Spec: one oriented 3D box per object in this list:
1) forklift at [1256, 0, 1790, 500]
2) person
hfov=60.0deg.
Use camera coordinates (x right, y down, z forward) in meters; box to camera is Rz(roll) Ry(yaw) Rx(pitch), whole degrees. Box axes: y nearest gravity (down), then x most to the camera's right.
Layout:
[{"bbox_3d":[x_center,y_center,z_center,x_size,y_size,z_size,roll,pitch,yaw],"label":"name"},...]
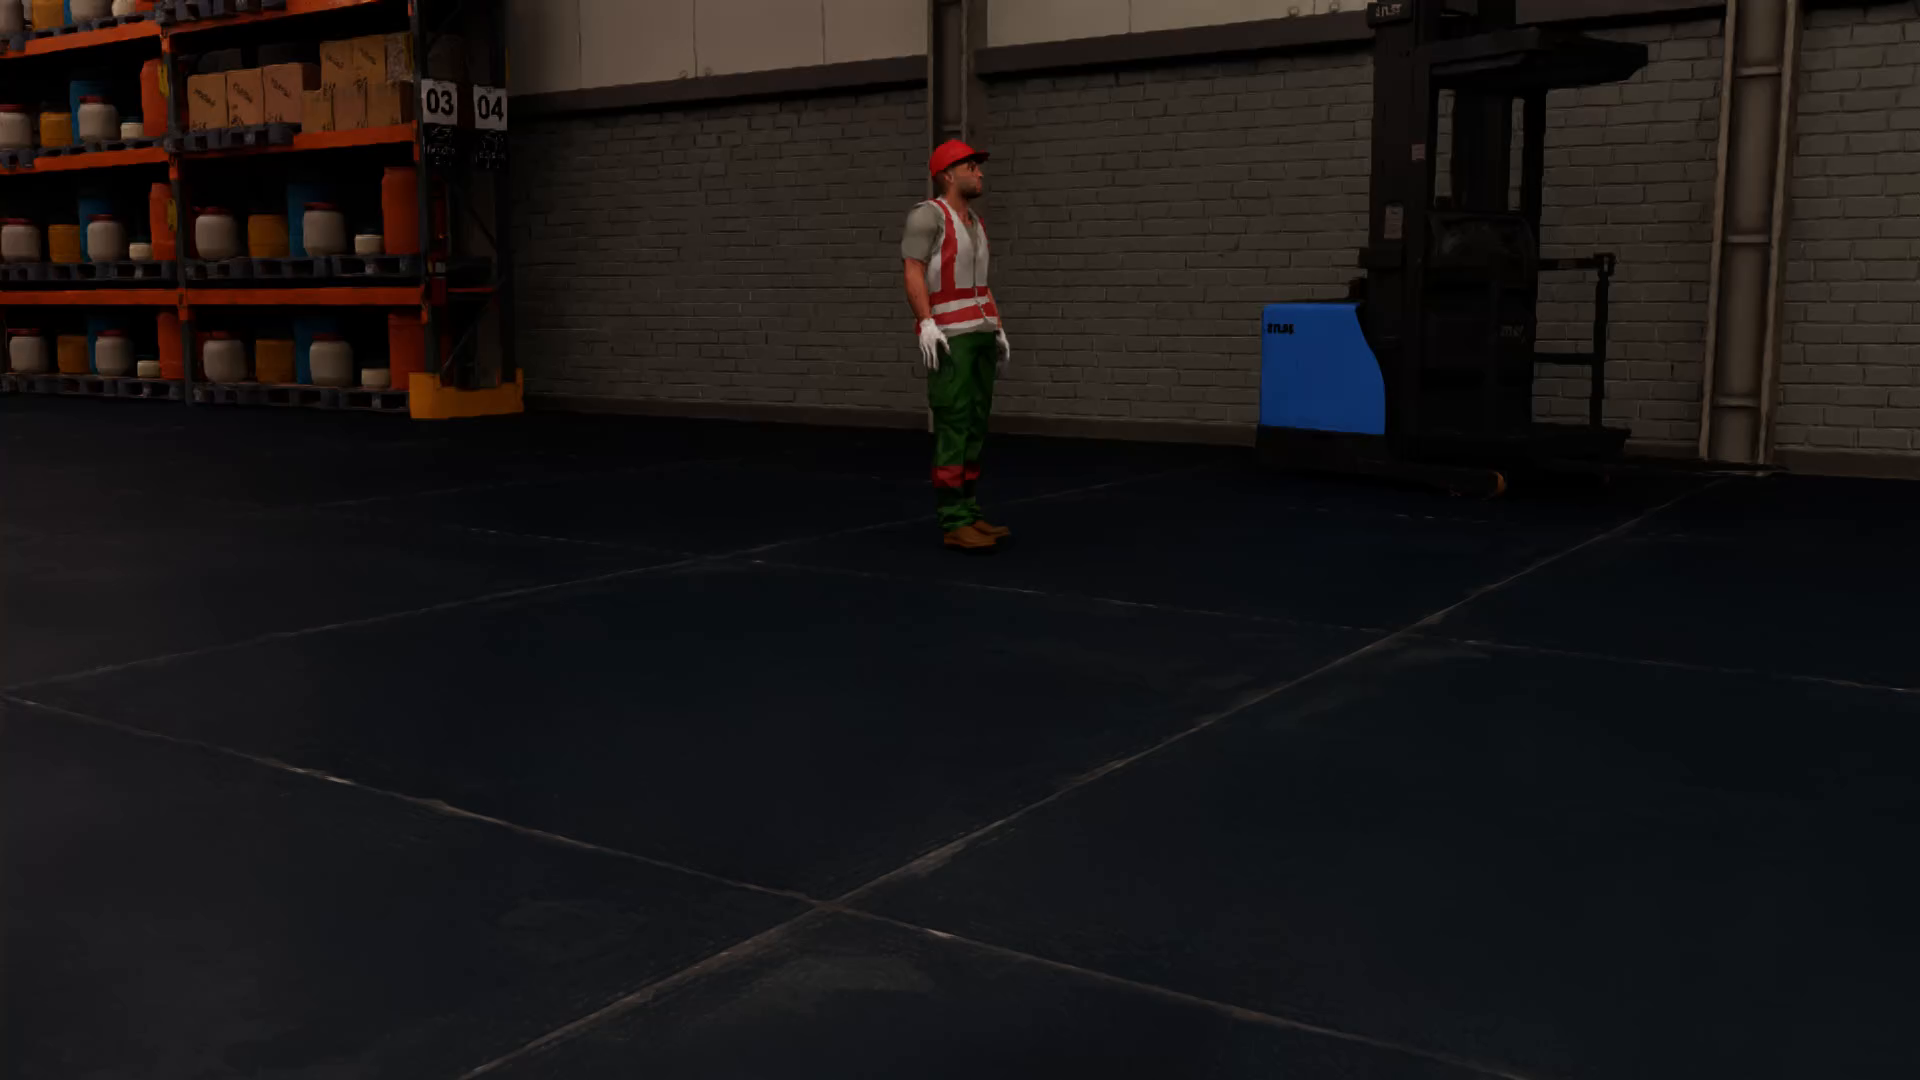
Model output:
[{"bbox_3d":[3.152,-1.747,9.476,1.130,2.935,3.031,-6,10,-36],"label":"forklift"},{"bbox_3d":[0.060,-0.885,7.423,0.563,1.787,0.637,5,10,34],"label":"person"}]
